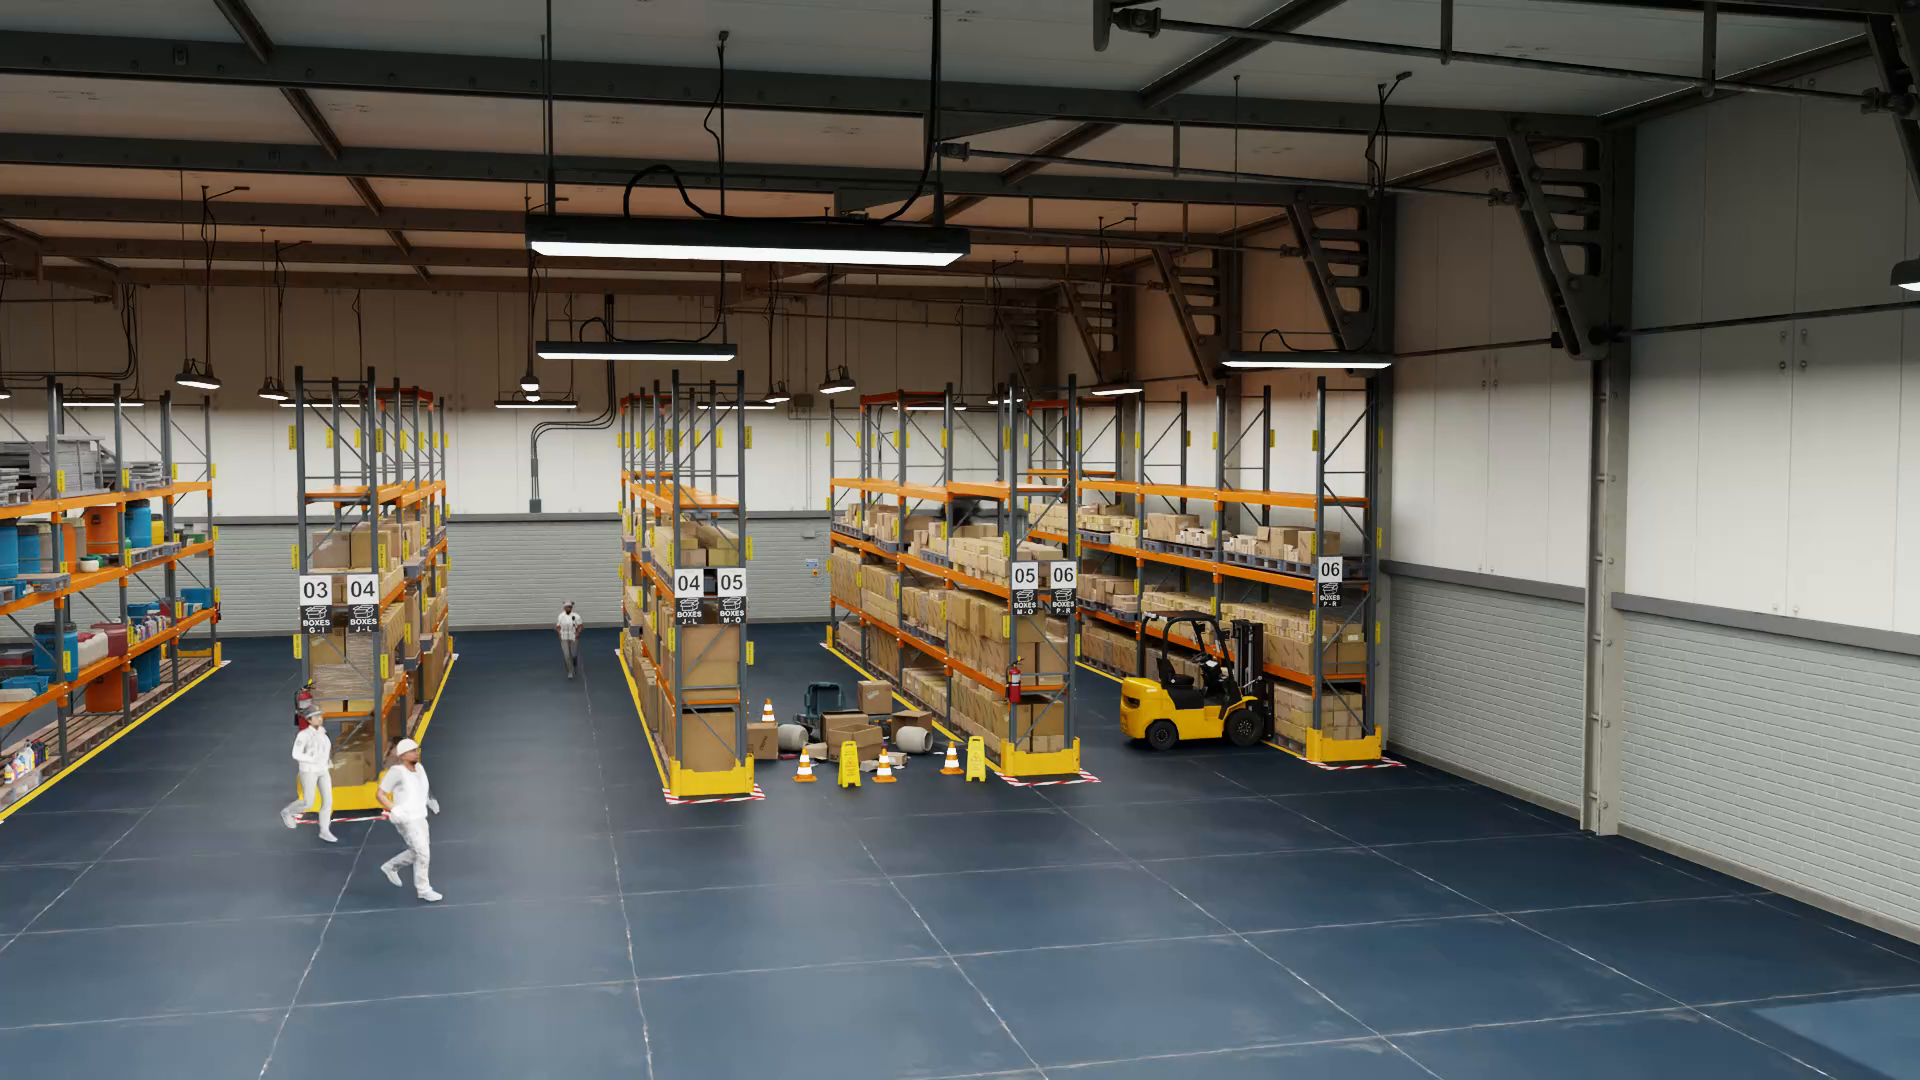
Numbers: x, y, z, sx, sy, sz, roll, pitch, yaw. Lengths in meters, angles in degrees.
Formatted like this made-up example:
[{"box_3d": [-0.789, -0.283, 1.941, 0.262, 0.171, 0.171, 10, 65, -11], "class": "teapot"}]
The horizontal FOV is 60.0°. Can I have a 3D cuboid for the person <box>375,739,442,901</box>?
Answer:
[{"box_3d": [-6.029, 3.045, 18.139, 0.804, 1.751, 0.705, 1, 4, 13], "class": "person"}]

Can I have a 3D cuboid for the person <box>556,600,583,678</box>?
[{"box_3d": [-8.245, 2.084, 35.077, 0.555, 1.649, 0.550, 0, 3, -7], "class": "person"}]

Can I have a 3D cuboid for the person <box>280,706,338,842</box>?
[{"box_3d": [-8.148, 2.929, 20.928, 0.857, 1.698, 0.621, 1, 4, 23], "class": "person"}]
